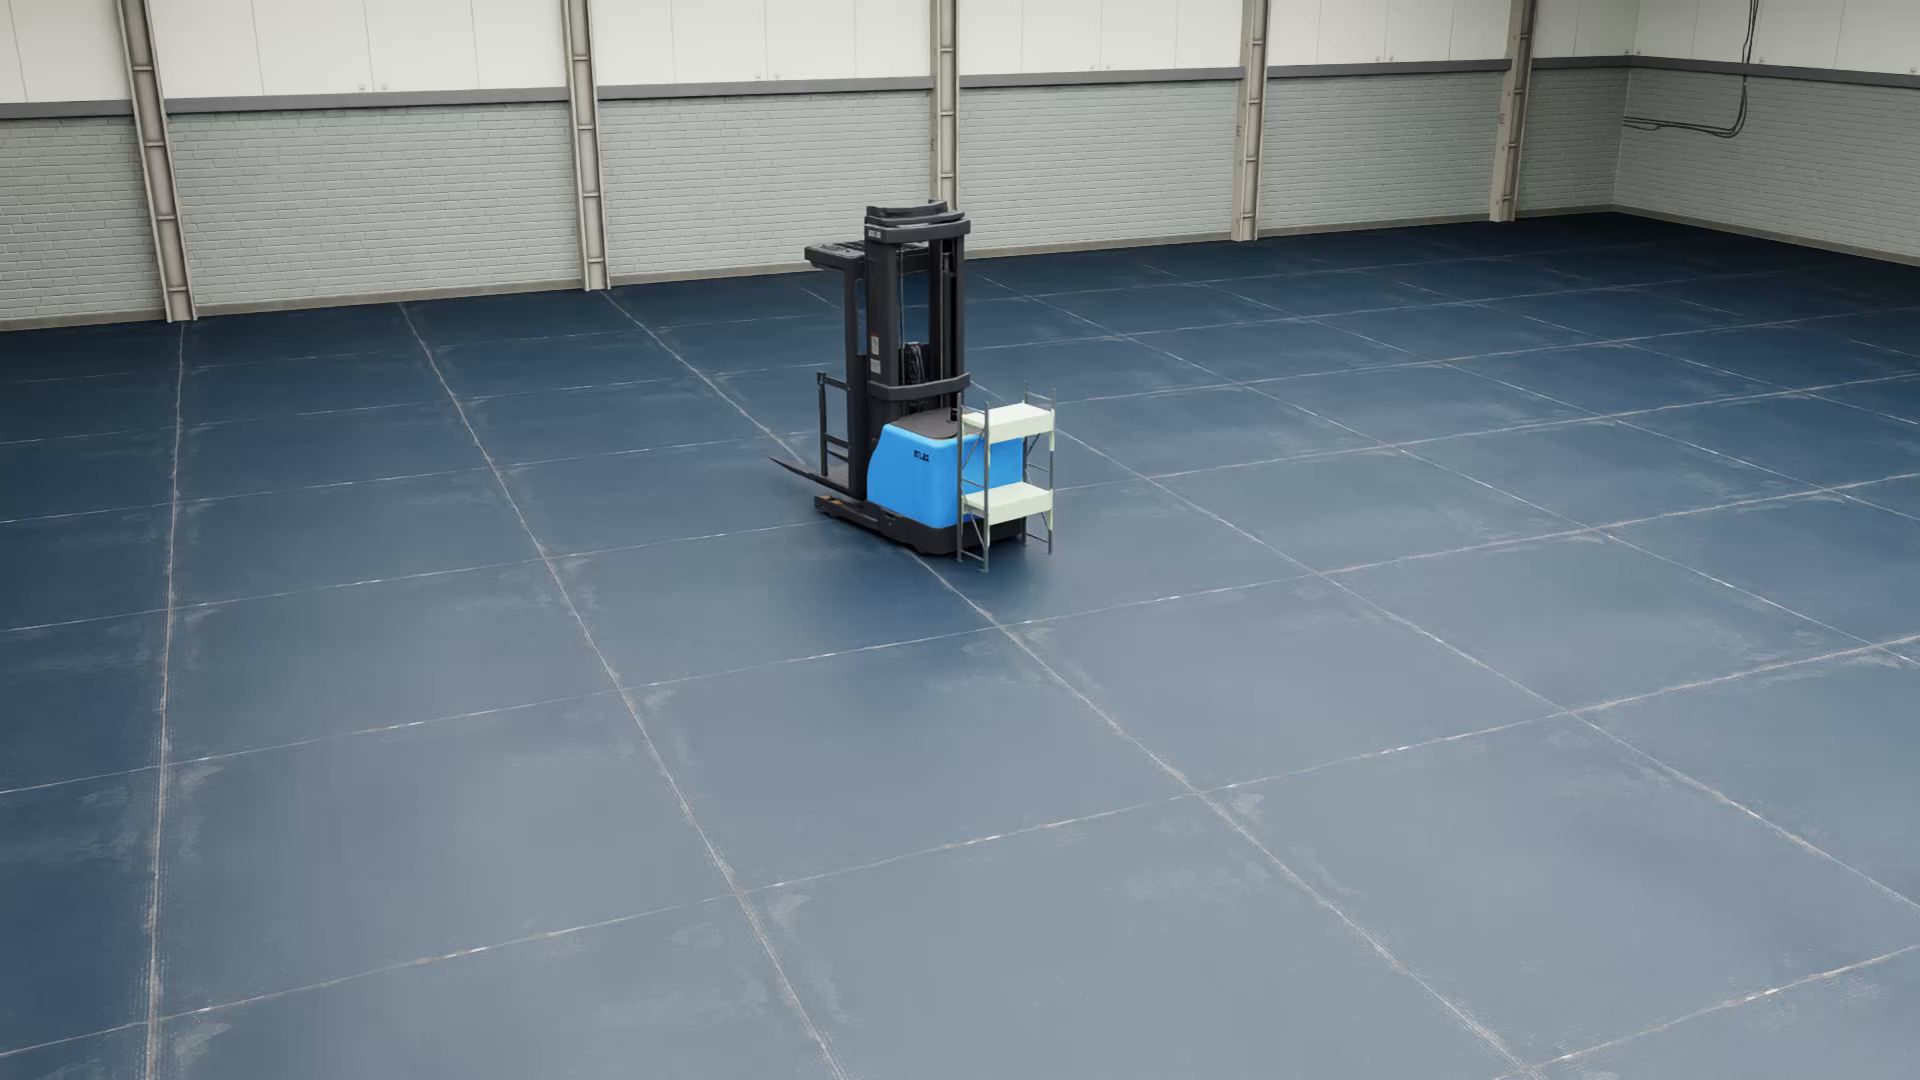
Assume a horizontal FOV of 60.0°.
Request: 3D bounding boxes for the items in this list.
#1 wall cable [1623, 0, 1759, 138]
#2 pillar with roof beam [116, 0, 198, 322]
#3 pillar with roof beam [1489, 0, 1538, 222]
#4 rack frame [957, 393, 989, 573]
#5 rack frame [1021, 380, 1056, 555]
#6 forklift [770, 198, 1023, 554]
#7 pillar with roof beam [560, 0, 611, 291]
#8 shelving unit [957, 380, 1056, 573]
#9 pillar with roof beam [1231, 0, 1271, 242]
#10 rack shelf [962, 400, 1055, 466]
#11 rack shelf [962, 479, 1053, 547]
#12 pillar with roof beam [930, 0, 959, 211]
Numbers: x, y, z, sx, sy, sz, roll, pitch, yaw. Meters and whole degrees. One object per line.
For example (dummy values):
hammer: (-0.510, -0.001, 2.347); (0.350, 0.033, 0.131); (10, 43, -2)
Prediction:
wall cable: (13.995, -9.120, 32.050); (0.112, 2.526, 3.097); (-8, 21, -22)
pillar with roof beam: (-9.565, -6.130, 18.883); (0.400, 9.000, 9.100); (-8, 21, -22)
pillar with roof beam: (12.472, -9.288, 27.850); (0.400, 9.000, 9.100); (-8, 21, -22)
rack frame: (0.108, -0.477, 14.117); (0.023, 1.500, 0.400); (-15, 24, -36)
rack frame: (0.684, -0.627, 14.542); (0.023, 1.500, 0.400); (-15, 24, -36)
forklift: (-0.720, -1.679, 15.377); (1.130, 2.935, 3.031); (-15, 24, -36)
pillar with roof beam: (-4.056, -6.920, 21.125); (0.400, 9.000, 9.100); (-8, 21, -22)
shelving unit: (0.396, -0.552, 14.329); (0.755, 1.500, 0.431); (-15, 24, -36)
pillar with roof beam: (6.963, -8.498, 25.608); (0.400, 9.000, 9.100); (-8, 21, -22)
rack shelf: (0.396, -0.920, 14.199); (0.720, 0.370, 0.431); (-15, 24, -36)
rack shelf: (0.396, -0.244, 14.438); (0.720, 0.370, 0.431); (-15, 24, -36)
pillar with roof beam: (1.453, -7.709, 23.367); (0.400, 9.000, 9.100); (-8, 21, -22)
